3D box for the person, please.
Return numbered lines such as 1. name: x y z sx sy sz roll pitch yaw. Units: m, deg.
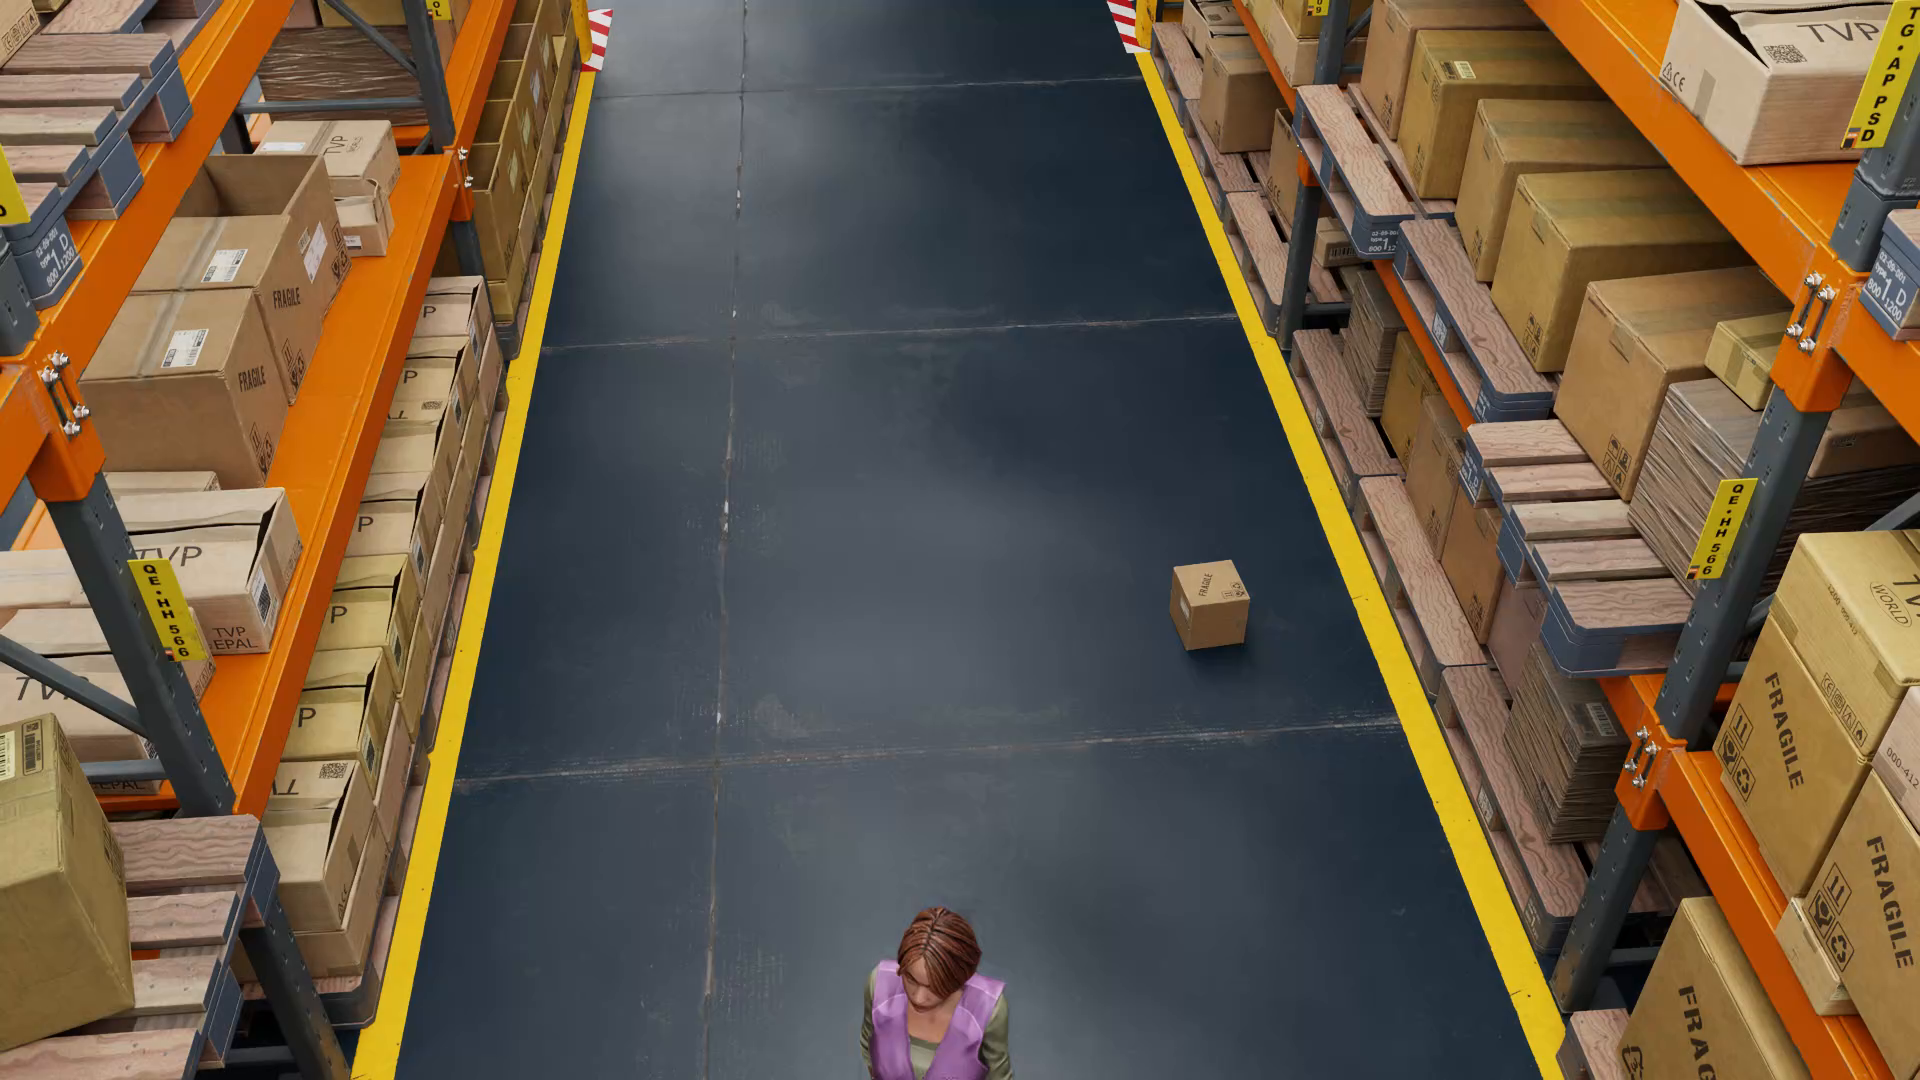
1. person: -0.066 1.548 4.302 0.416 1.617 0.465 6 40 7
